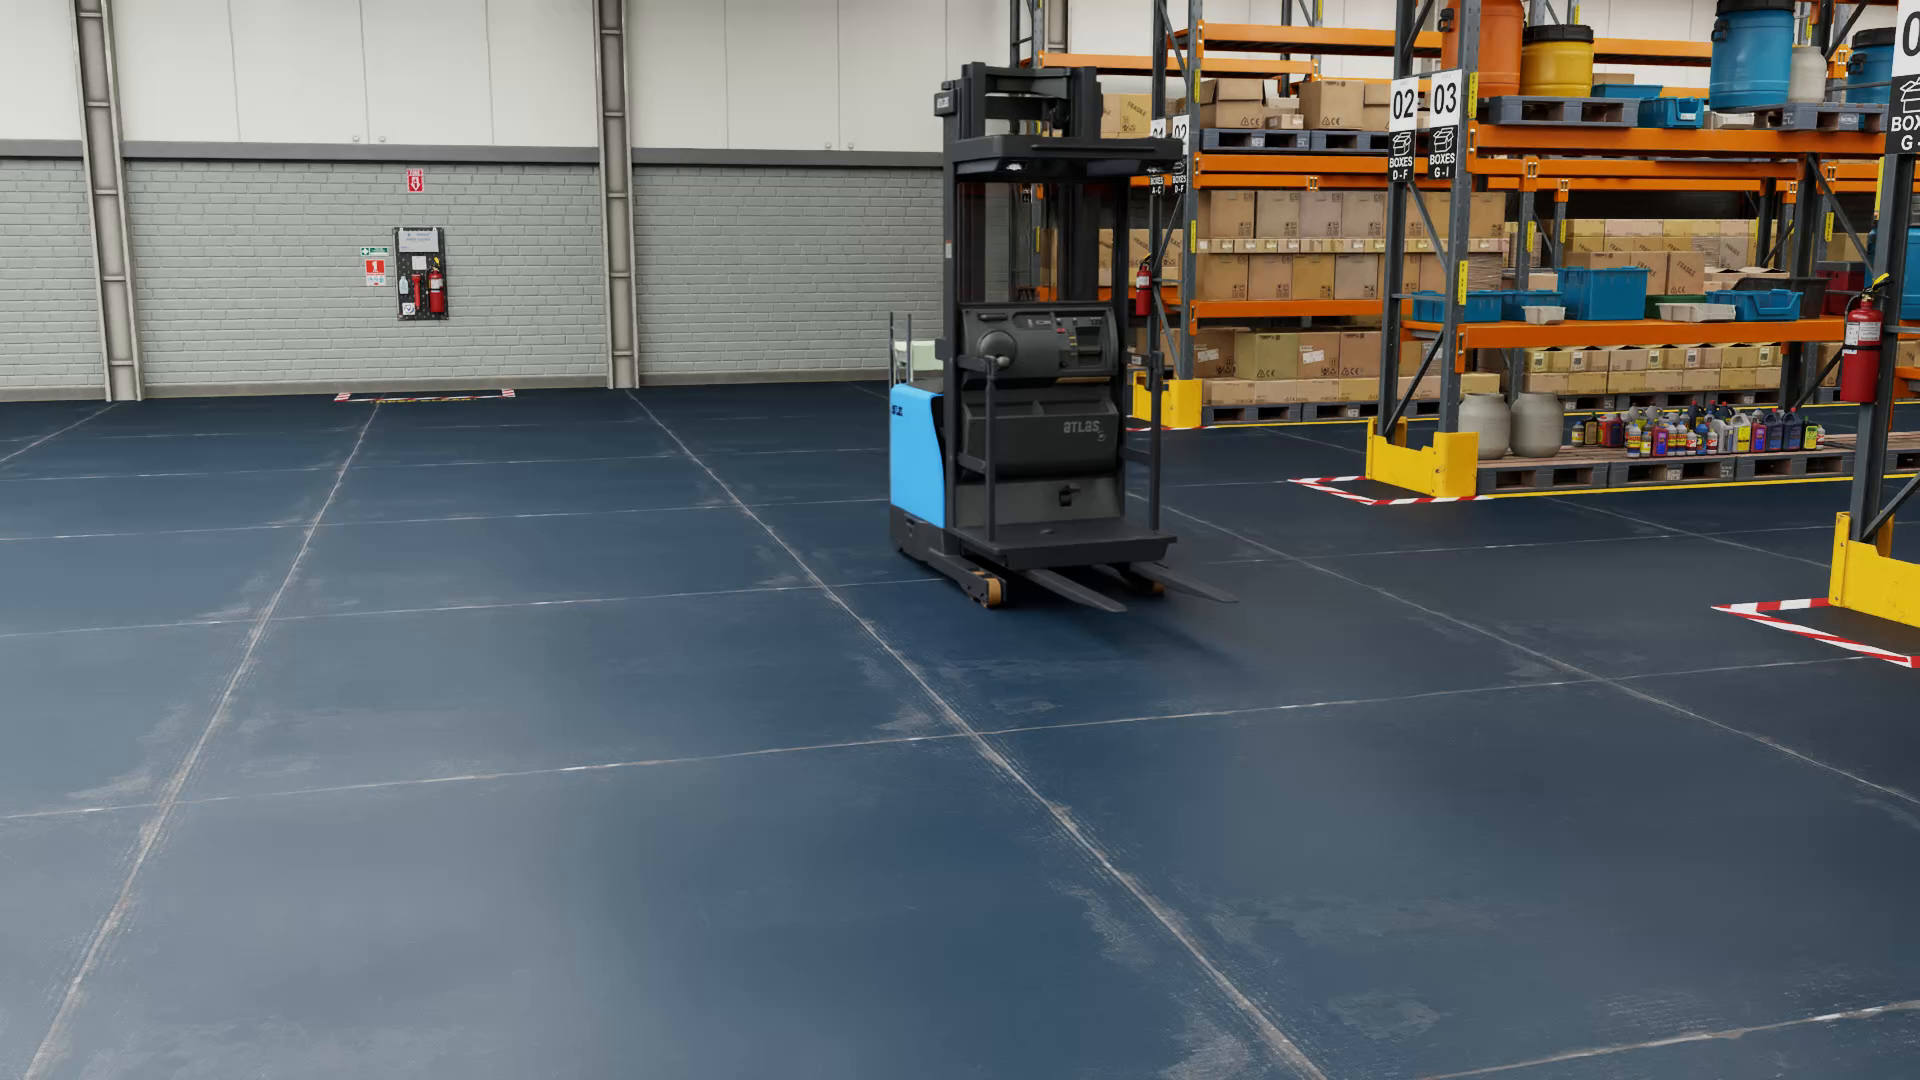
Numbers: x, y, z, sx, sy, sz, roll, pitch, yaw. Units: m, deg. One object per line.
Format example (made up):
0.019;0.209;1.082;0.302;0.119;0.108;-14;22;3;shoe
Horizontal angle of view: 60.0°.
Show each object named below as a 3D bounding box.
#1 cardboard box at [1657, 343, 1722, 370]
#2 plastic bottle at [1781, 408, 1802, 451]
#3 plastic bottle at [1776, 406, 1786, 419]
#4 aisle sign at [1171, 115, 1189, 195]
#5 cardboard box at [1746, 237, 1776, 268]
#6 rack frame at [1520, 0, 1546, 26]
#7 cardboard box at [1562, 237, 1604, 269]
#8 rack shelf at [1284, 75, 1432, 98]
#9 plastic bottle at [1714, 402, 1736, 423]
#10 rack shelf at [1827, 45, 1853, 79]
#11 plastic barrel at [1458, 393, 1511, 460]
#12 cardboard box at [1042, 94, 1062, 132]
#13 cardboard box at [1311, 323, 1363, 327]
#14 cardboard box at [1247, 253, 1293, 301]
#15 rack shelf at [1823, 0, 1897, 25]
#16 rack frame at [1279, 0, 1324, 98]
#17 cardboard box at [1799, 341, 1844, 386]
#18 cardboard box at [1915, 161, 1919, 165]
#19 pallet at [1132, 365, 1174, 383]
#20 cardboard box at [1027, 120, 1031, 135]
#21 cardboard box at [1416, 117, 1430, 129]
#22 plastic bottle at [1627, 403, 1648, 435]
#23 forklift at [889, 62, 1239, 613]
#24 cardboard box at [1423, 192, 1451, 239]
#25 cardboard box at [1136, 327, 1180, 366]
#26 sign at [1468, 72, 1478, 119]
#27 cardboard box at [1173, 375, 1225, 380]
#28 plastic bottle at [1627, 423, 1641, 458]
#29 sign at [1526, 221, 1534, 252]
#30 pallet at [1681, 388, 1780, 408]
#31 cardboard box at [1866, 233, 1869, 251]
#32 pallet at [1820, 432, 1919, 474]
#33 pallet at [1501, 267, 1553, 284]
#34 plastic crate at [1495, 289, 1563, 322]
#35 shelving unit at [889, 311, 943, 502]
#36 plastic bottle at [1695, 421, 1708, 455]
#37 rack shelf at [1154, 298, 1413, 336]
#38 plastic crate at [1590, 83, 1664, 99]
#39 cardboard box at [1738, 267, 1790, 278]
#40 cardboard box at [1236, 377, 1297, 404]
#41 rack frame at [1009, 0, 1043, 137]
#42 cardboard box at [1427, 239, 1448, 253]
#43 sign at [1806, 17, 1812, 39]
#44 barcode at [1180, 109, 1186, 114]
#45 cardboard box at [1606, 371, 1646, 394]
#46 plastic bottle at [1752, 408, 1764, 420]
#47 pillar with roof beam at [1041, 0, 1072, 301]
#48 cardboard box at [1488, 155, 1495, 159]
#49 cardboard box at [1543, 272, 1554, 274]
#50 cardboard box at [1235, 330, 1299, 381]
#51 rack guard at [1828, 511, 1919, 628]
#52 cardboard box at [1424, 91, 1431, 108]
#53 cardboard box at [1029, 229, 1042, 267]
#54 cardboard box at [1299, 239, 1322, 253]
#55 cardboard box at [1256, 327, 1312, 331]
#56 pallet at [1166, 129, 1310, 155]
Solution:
8.518;-2.170;19.437;0.500;0.311;0.500;-3;11;-16;cardboard box
6.938;-0.929;13.912;0.185;0.351;0.144;-3;11;-17;plastic bottle
6.897;-0.954;14.048;0.185;0.351;0.144;-3;11;-16;plastic bottle
2.276;-3.979;17.197;0.004;0.787;0.394;-3;11;-16;aisle sign
12.015;-4.364;25.312;0.500;0.500;0.500;-3;11;-17;cardboard box
6.094;-5.910;18.296;0.127;3.000;1.000;-3;11;-16;rack frame
9.085;-4.209;24.469;0.500;0.500;0.500;-3;11;-14;cardboard box
6.627;-6.322;23.624;4.000;0.370;1.077;-3;11;-16;rack shelf
6.625;-1.018;14.395;0.185;0.351;0.144;-3;11;-16;plastic bottle
11.855;-5.663;20.047;4.000;0.370;1.077;-3;11;-16;rack shelf
4.245;-0.926;13.502;0.421;0.512;0.421;0;10;0;plastic barrel
1.303;-5.622;21.920;0.500;0.500;0.500;-4;11;-20;cardboard box
5.408;-2.848;23.920;0.500;0.500;0.700;-3;11;-14;cardboard box
3.209;-2.855;17.996;0.500;0.500;0.700;-3;11;-14;cardboard box
9.396;-4.600;14.269;4.000;0.370;1.077;-3;11;-16;rack shelf
4.706;-6.771;22.973;0.127;3.000;1.000;-3;11;-16;rack frame
10.452;-2.123;19.980;0.500;0.500;0.500;-3;11;-14;cardboard box
11.333;-4.767;20.093;0.500;0.500;0.910;-3;11;-16;cardboard box
2.898;-2.347;23.211;1.213;0.211;1.003;-3;11;-16;pallet
1.207;-5.712;22.409;0.500;0.500;0.500;-3;11;-13;cardboard box
5.013;-4.478;17.950;0.250;0.149;0.380;-3;11;-16;cardboard box
5.816;-1.003;14.311;0.185;0.351;0.144;-3;11;-14;plastic bottle
0.535;-1.158;9.240;1.130;2.935;3.031;-4;11;-20;forklift
5.185;-3.598;18.445;0.500;0.500;0.700;-3;11;-16;cardboard box
2.821;-2.682;23.019;0.500;0.500;0.700;-4;11;-20;cardboard box
3.784;-3.280;12.268;0.005;0.325;0.100;-3;11;-16;sign
2.686;-1.690;18.377;0.500;0.250;0.500;-3;11;-16;cardboard box
5.463;-0.808;13.473;0.097;0.271;0.097;0;10;0;plastic bottle
6.251;-3.328;18.230;0.005;0.325;0.100;-3;11;-16;sign
9.134;-1.756;20.002;1.213;0.211;1.003;-3;11;-16;pallet
11.440;-3.482;20.242;0.500;0.500;0.700;-1;10;-5;cardboard box
8.218;-0.774;14.666;1.213;0.211;1.003;-3;11;-16;pallet
7.892;-3.874;24.336;1.003;0.211;1.213;-3;11;-16;pallet
4.657;-1.932;13.668;0.408;0.251;0.499;-3;11;-16;plastic crate
-0.047;-0.755;11.004;0.755;1.500;0.431;-4;11;-20;shelving unit
6.082;-0.841;13.650;0.097;0.271;0.097;0;10;0;plastic bottle
4.174;-2.505;18.354;4.000;0.370;1.077;-3;11;-16;rack shelf
5.382;-3.512;13.600;0.575;0.384;0.392;-3;11;-16;plastic crate
9.574;-3.108;19.888;0.500;0.311;0.500;-2;11;-12;cardboard box
3.310;-1.626;18.029;0.500;0.250;0.500;-3;11;-16;cardboard box
0.866;-6.569;21.873;0.127;3.000;1.000;-3;11;-16;rack frame
5.153;-3.238;18.281;0.250;0.149;0.380;-3;11;-16;cardboard box
12.551;-7.581;24.571;0.005;0.325;0.100;-3;11;-16;sign
2.409;-4.617;17.954;0.075;0.075;0.001;-3;11;-16;barcode
7.539;-1.844;19.211;0.500;0.250;0.500;-3;11;-18;cardboard box
7.047;-1.033;14.694;0.097;0.271;0.097;0;10;0;plastic bottle
2.499;-6.006;18.817;0.400;9.000;9.100;-3;11;-16;pillar with roof beam
7.276;-5.510;24.064;0.637;0.503;0.797;-1;11;-8;cardboard box
6.887;-2.970;19.266;0.258;0.266;0.396;-3;11;-17;cardboard box
3.310;-1.995;17.959;0.500;0.500;0.500;-3;11;-16;cardboard box
5.092;0.190;8.631;0.348;0.500;1.175;-3;11;-16;rack guard
5.537;-4.780;18.618;0.500;0.500;0.500;-2;11;-11;cardboard box
1.259;-3.984;22.690;0.500;0.500;0.500;-3;11;-17;cardboard box
3.682;-3.161;17.862;0.250;0.149;0.380;-3;11;-18;cardboard box
3.642;-2.112;18.600;0.500;0.500;0.500;-3;11;-16;cardboard box
2.940;-4.220;17.646;1.213;0.211;1.003;-3;11;-16;pallet
